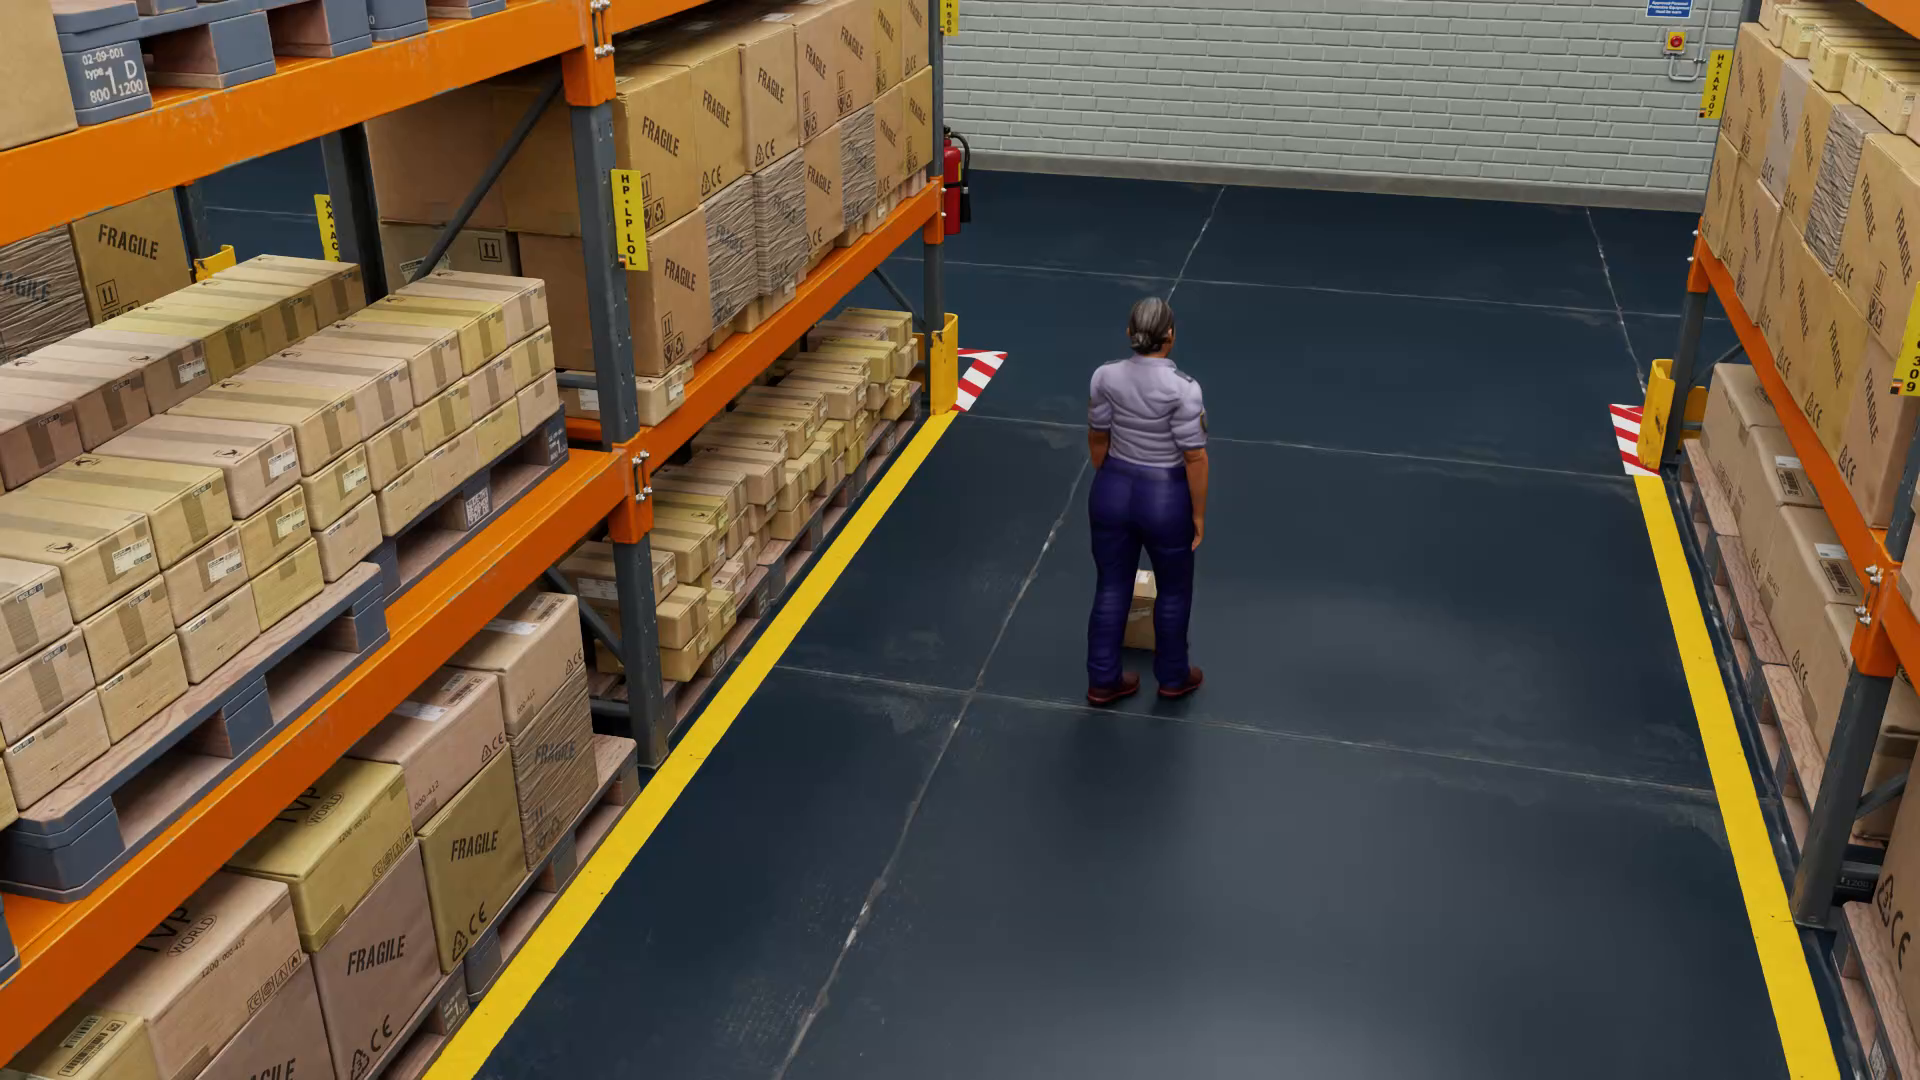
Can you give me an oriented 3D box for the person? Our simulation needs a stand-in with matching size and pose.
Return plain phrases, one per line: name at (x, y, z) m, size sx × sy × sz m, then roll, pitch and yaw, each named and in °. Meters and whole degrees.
person at (0.729, -0.136, 6.410) m, size 0.495 × 1.668 × 0.484 m, roll 13°, pitch 28°, yaw 24°
